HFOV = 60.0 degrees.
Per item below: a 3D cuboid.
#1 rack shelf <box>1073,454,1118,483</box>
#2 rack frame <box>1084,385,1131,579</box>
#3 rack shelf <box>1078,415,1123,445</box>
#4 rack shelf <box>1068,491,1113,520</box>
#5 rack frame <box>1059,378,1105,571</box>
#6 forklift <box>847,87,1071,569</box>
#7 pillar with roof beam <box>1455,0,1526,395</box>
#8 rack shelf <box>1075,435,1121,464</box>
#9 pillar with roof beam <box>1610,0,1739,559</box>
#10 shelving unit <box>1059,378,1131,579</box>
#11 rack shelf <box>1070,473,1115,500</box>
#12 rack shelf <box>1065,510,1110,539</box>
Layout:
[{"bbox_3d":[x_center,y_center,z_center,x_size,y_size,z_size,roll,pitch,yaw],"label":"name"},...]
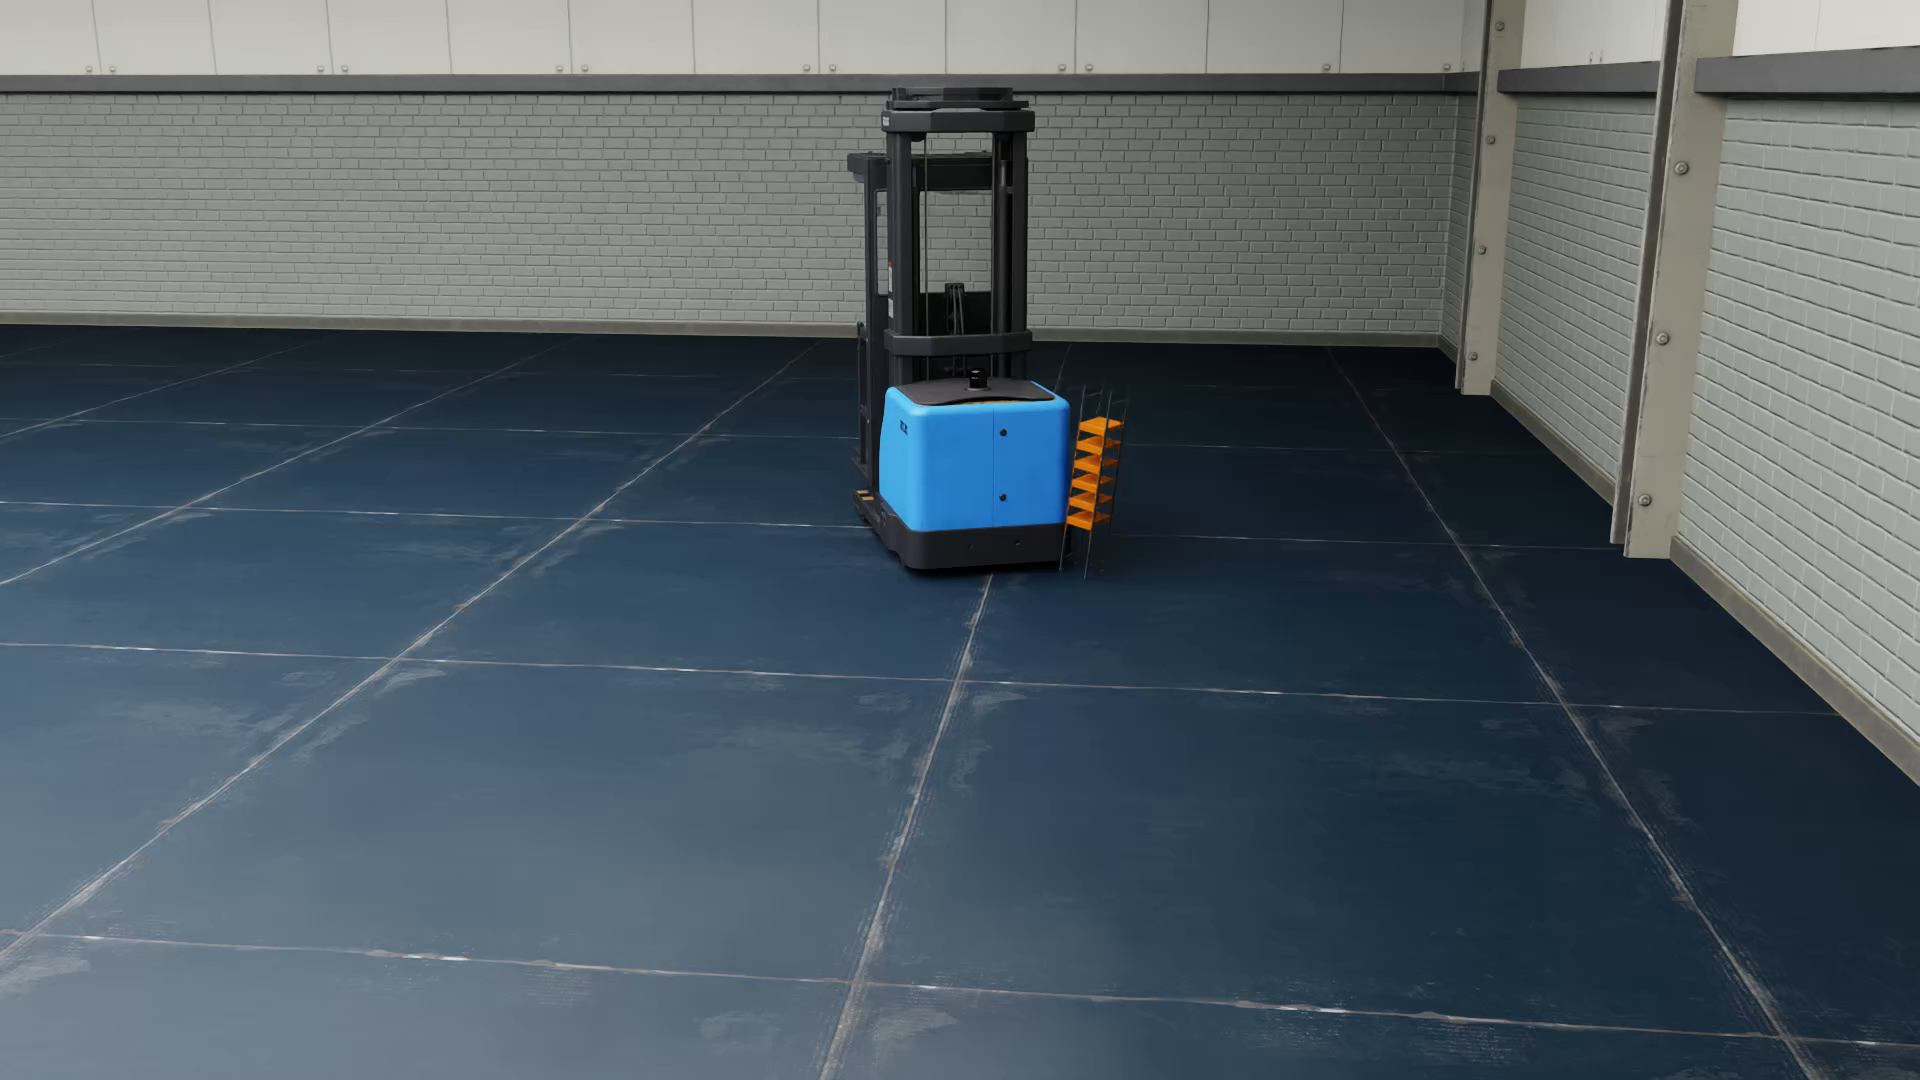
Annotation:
[{"bbox_3d":[0.836,-0.444,10.188,0.180,0.103,0.258,19,23,31],"label":"rack shelf"},{"bbox_3d":[0.902,-0.348,10.166,0.006,1.200,0.240,19,23,31],"label":"rack frame"},{"bbox_3d":[0.861,-0.670,10.110,0.180,0.103,0.258,19,23,31],"label":"rack shelf"},{"bbox_3d":[0.811,-0.219,10.267,0.180,0.103,0.258,19,23,31],"label":"rack shelf"},{"bbox_3d":[0.754,-0.398,10.260,0.006,1.200,0.240,19,23,31],"label":"rack frame"},{"bbox_3d":[-0.148,-1.575,11.371,1.130,2.935,3.031,-4,16,-13],"label":"forklift"},{"bbox_3d":[0.878,-5.962,15.972,9.100,9.000,0.400,2,15,6],"label":"pillar with roof beam"},{"bbox_3d":[0.849,-0.557,10.149,0.180,0.103,0.258,19,23,31],"label":"rack shelf"},{"bbox_3d":[0.201,-4.406,10.217,9.100,9.000,0.400,2,15,6],"label":"pillar with roof beam"},{"bbox_3d":[0.828,-0.373,10.213,0.189,1.200,0.258,19,23,31],"label":"shelving unit"},{"bbox_3d":[0.823,-0.332,10.228,0.180,0.103,0.258,19,23,31],"label":"rack shelf"},{"bbox_3d":[0.798,-0.106,10.306,0.180,0.103,0.258,19,23,31],"label":"rack shelf"}]
